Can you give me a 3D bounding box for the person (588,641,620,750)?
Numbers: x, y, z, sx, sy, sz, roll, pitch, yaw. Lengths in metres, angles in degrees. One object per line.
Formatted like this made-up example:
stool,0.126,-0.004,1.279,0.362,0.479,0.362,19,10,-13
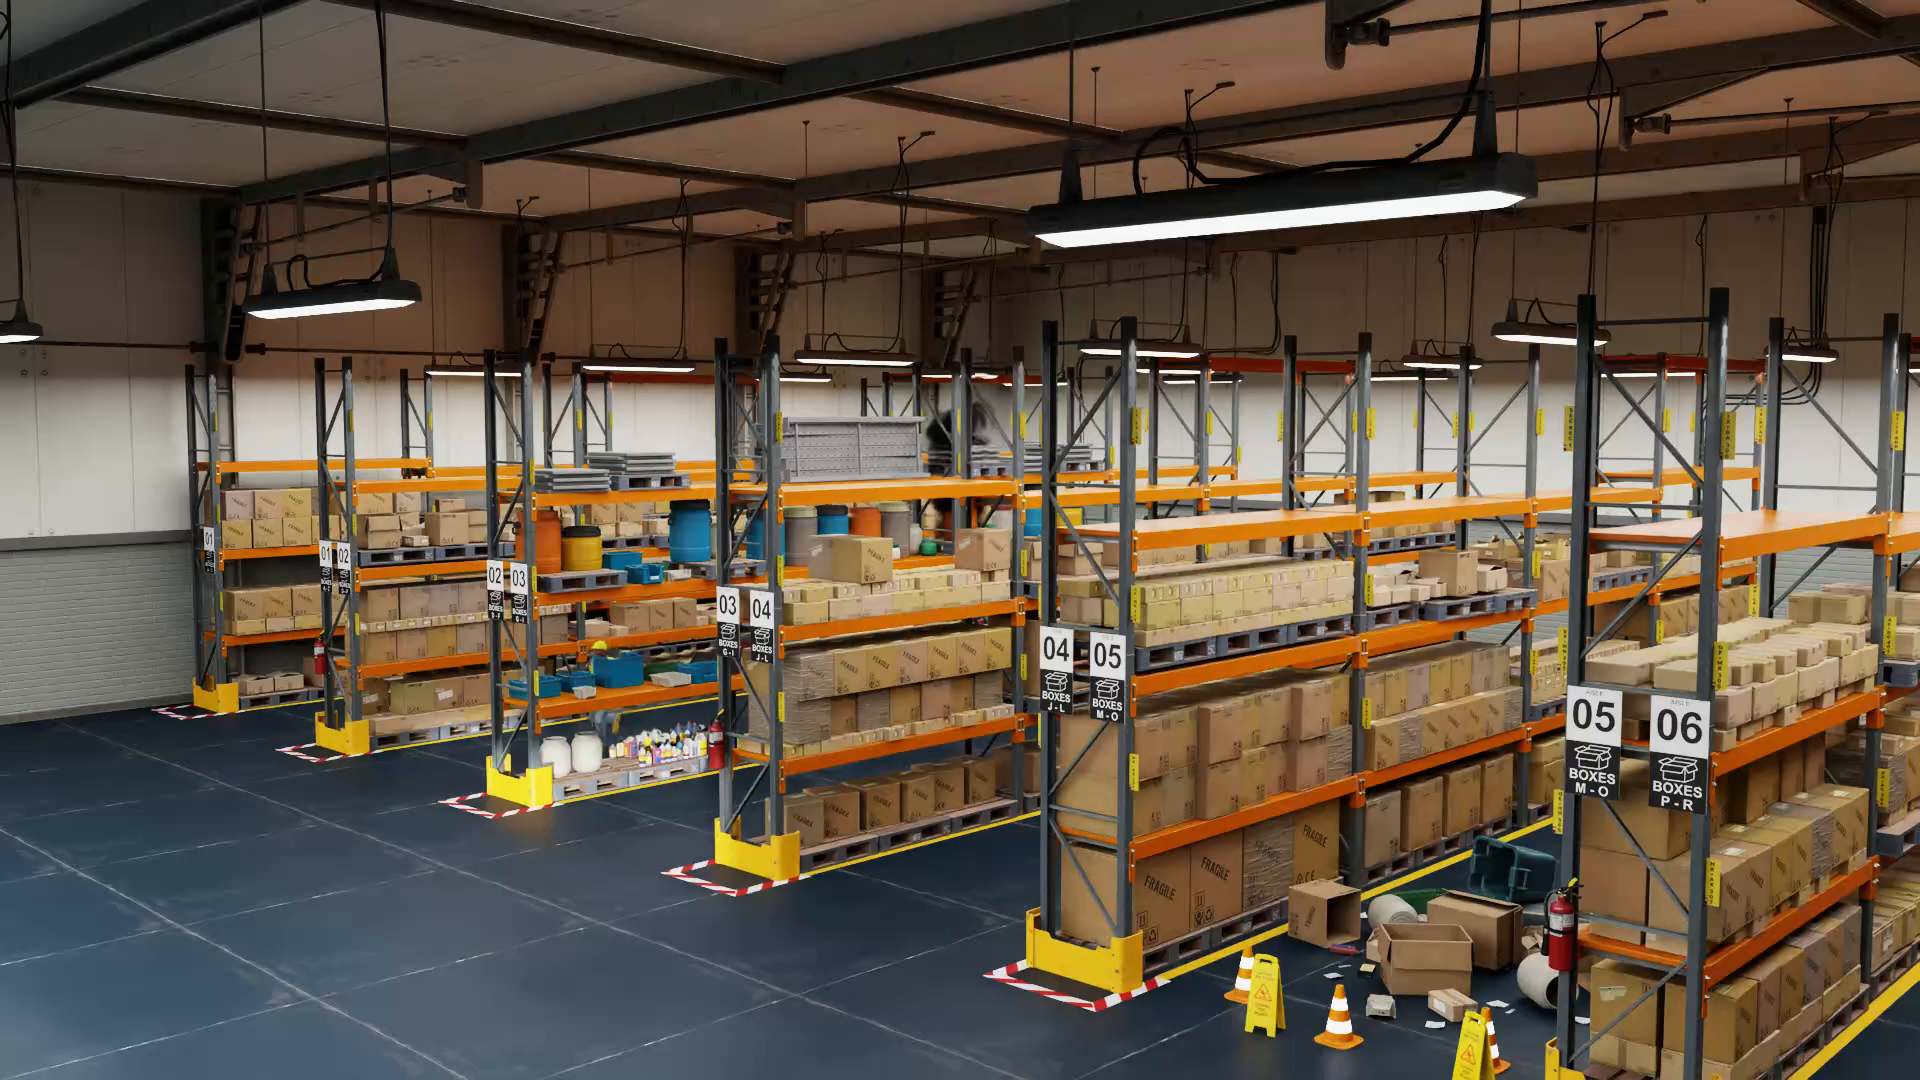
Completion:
person,-5.442,2.381,25.439,0.740,1.717,0.699,3,5,31
